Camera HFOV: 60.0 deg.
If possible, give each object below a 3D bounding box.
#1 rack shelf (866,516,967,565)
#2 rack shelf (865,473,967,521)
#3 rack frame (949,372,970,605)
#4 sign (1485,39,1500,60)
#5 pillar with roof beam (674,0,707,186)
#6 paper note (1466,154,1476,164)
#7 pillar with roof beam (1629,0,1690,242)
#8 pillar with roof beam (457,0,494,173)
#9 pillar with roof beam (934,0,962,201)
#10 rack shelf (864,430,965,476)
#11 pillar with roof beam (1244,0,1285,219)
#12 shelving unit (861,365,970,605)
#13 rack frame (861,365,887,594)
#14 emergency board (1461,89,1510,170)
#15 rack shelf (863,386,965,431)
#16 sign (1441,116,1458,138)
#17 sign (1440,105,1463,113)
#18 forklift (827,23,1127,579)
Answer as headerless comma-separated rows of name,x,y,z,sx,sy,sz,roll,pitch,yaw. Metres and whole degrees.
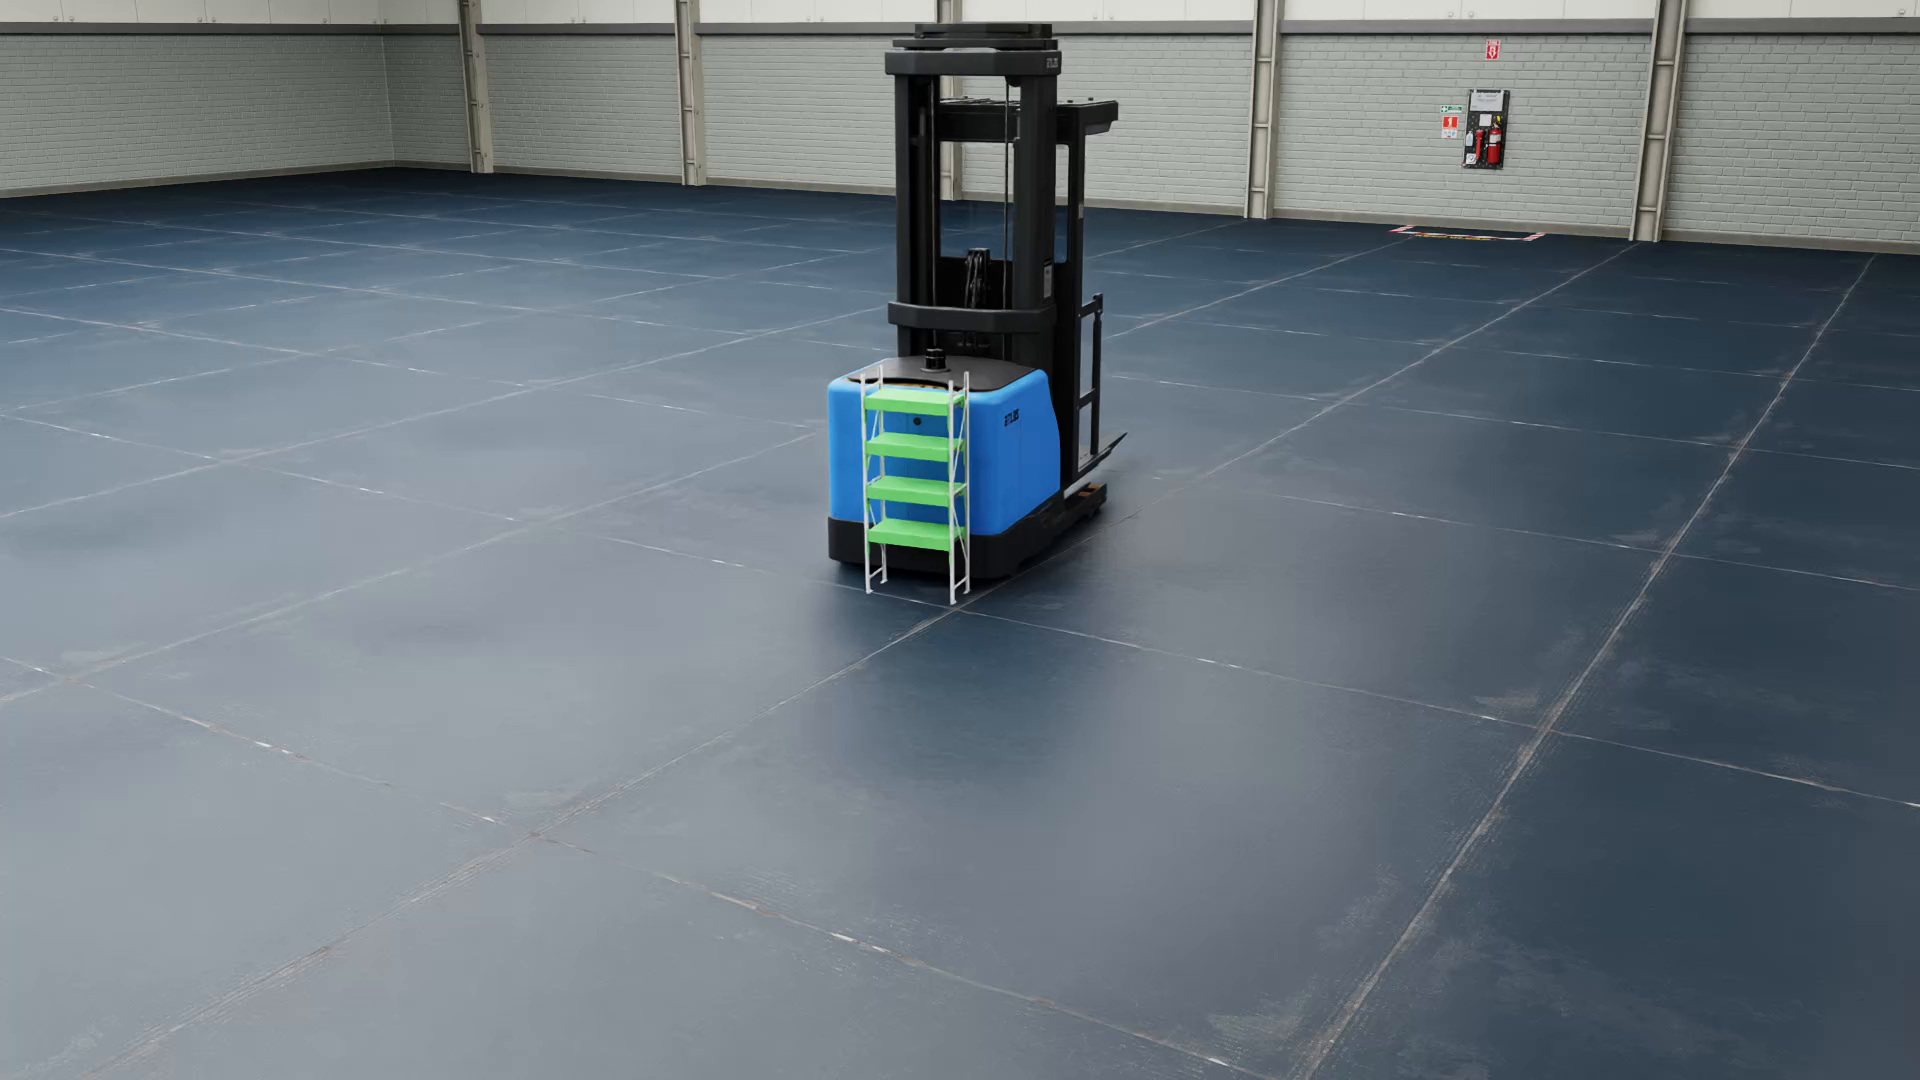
rack shelf,-0.228,-0.001,8.857,0.480,0.148,0.258,7,19,21
rack shelf,-0.230,-0.229,8.784,0.480,0.148,0.258,7,19,21
rack frame,-0.003,-0.264,8.679,0.015,1.200,0.240,7,19,21
sign,7.980,-7.344,24.909,0.199,0.298,0.001,10,20,30
pillar with roof beam,-7.571,-10.366,28.523,0.400,9.000,9.100,10,20,30
paper note,7.820,-5.831,25.433,0.142,0.148,0.016,10,20,30
pillar with roof beam,7.767,-7.628,19.510,0.400,9.000,9.100,10,20,30
pillar with roof beam,-12.684,-11.278,31.528,0.400,9.000,9.100,10,20,30
pillar with roof beam,-2.458,-9.453,25.519,0.400,9.000,9.100,10,20,30
rack shelf,-0.231,-0.458,8.711,0.480,0.148,0.258,7,19,21
pillar with roof beam,2.654,-8.540,22.514,0.400,9.000,9.100,10,20,30
shelving unit,-0.230,-0.290,8.765,0.503,1.200,0.258,7,19,21
rack frame,-0.457,-0.316,8.850,0.015,1.200,0.240,7,19,21
emergency board,7.934,-6.209,25.160,0.643,1.169,0.194,10,20,30
rack shelf,-0.232,-0.687,8.638,0.480,0.148,0.258,7,19,21
sign,7.517,-6.336,25.516,0.234,0.329,0.001,10,20,30
sign,7.516,-6.586,25.429,0.331,0.109,0.001,10,20,30
forklift,0.285,-1.579,10.036,1.130,2.935,3.031,7,18,21
